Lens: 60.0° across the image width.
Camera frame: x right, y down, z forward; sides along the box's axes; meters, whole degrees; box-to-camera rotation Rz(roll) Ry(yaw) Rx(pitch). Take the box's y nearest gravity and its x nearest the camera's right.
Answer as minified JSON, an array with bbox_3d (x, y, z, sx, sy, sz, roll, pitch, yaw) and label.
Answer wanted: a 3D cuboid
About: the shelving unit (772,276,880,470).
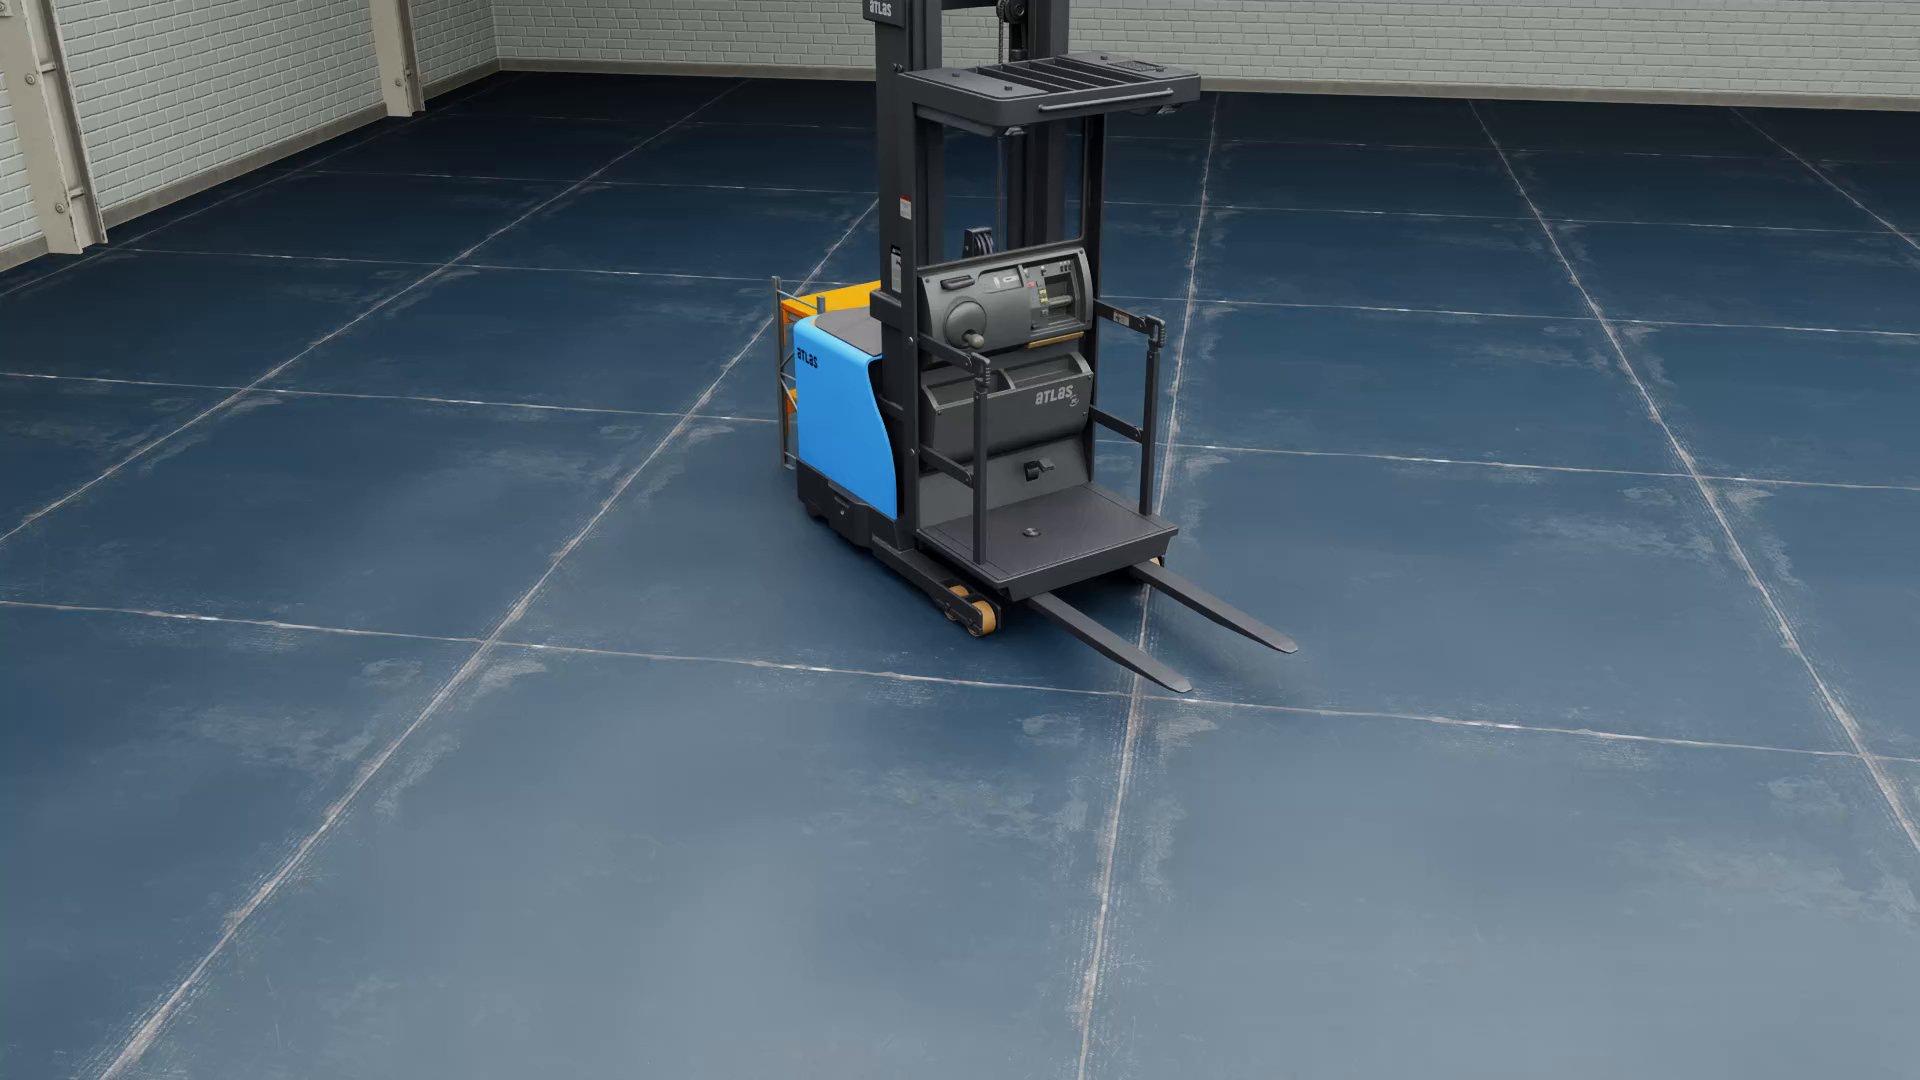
[{"bbox_3d":[-0.477,-1.000,9.560,1.048,1.125,0.538,-18,30,-33],"label":"shelving unit"}]

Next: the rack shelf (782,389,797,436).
[{"bbox_3d":[-0.477,-0.779,9.664,1.000,0.278,0.538,-18,30,-33],"label":"rack shelf"}]

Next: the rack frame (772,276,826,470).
[{"bbox_3d":[-0.881,-0.870,9.281,0.032,1.125,0.500,-18,30,-33],"label":"rack frame"}]

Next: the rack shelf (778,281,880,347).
[{"bbox_3d":[-0.477,-1.265,9.436,1.000,0.278,0.538,-18,30,-33],"label":"rack shelf"}]

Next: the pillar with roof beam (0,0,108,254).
[{"bbox_3d":[-3.201,-6.250,11.487,9.100,9.000,0.400,4,25,9],"label":"pillar with roof beam"}]

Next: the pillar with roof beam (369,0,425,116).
[{"bbox_3d":[-2.220,-8.759,16.848,9.100,9.000,0.400,4,25,9],"label":"pillar with roof beam"}]

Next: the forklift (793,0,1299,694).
[{"bbox_3d":[0.351,-1.106,7.655,1.130,2.935,3.031,-16,29,-30],"label":"forklift"}]
